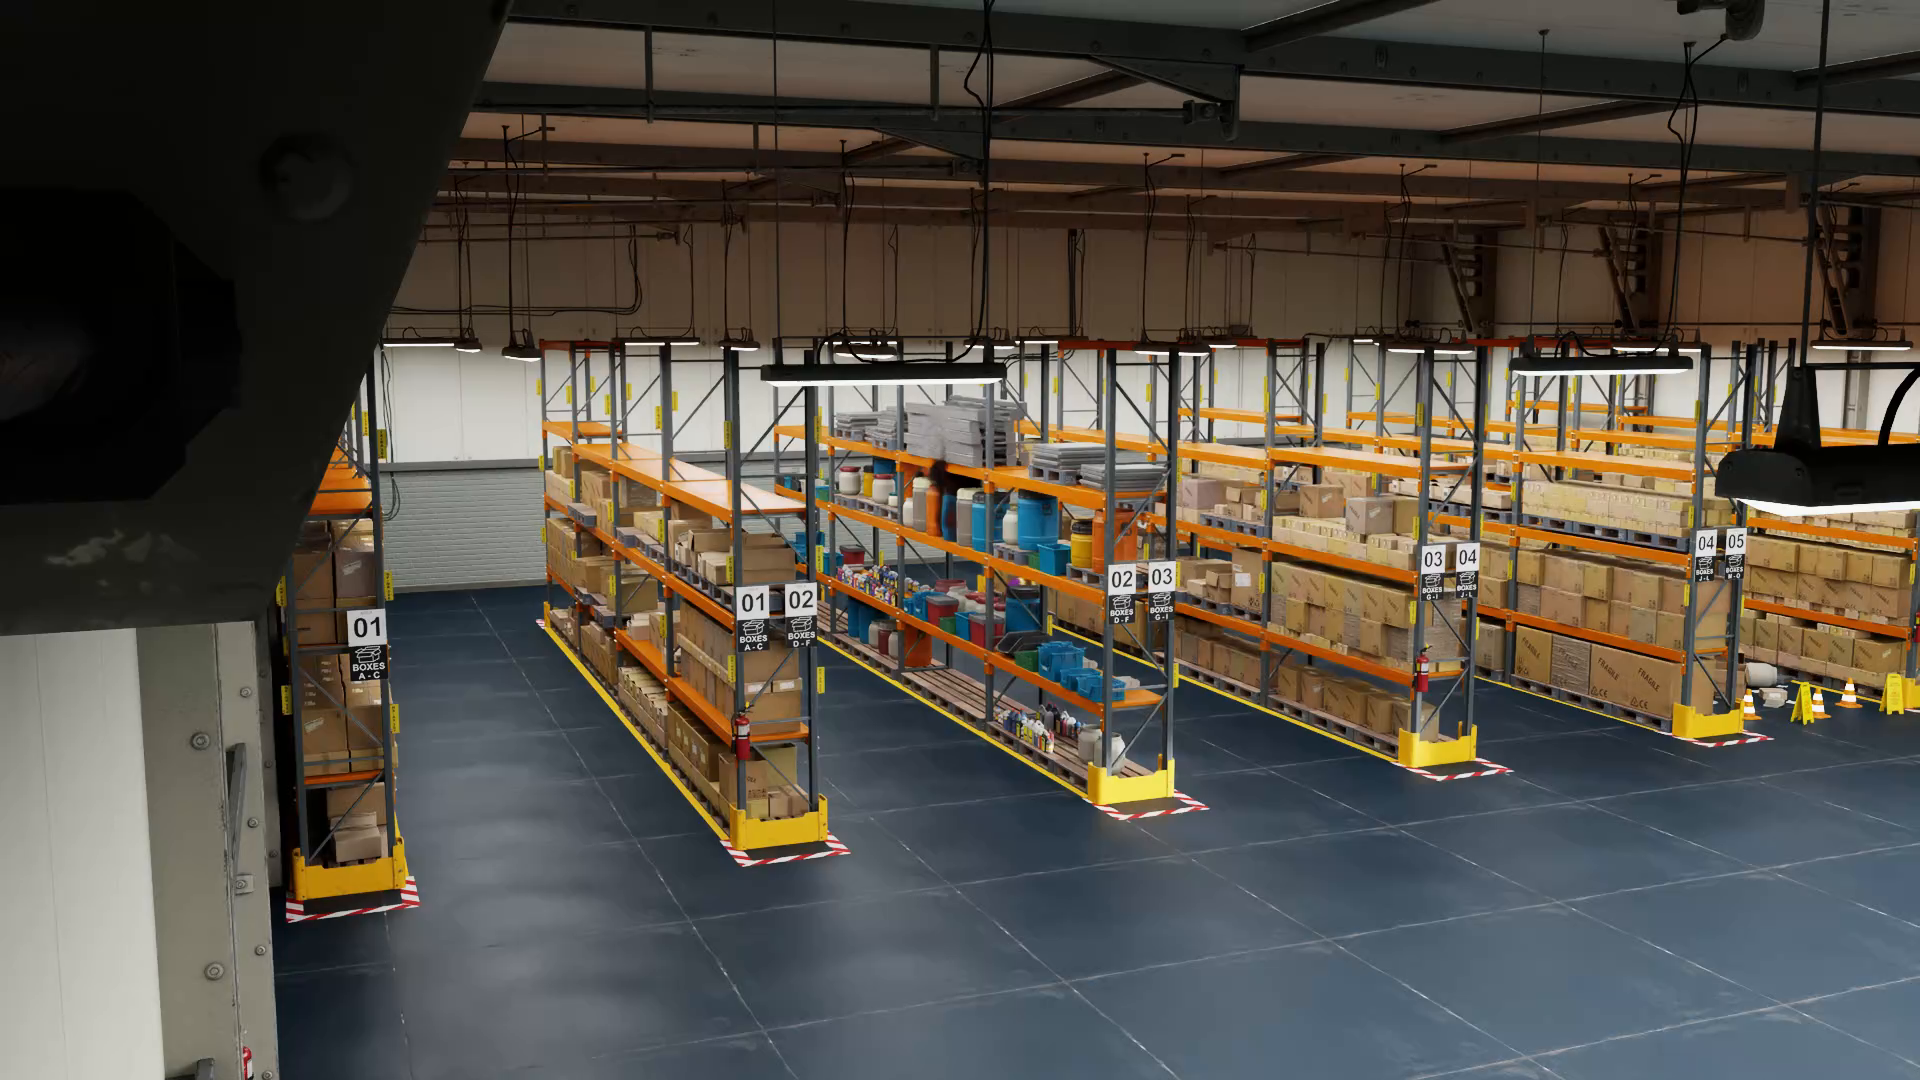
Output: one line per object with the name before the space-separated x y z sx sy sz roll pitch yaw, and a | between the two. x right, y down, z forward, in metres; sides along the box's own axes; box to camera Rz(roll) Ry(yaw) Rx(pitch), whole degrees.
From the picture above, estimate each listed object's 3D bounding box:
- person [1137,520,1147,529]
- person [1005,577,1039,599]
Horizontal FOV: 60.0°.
person | 4.635 0.136 41.408 0.578 1.694 0.637 4 9 30
person | 1.195 1.218 31.669 0.692 1.562 0.720 -6 9 -37
